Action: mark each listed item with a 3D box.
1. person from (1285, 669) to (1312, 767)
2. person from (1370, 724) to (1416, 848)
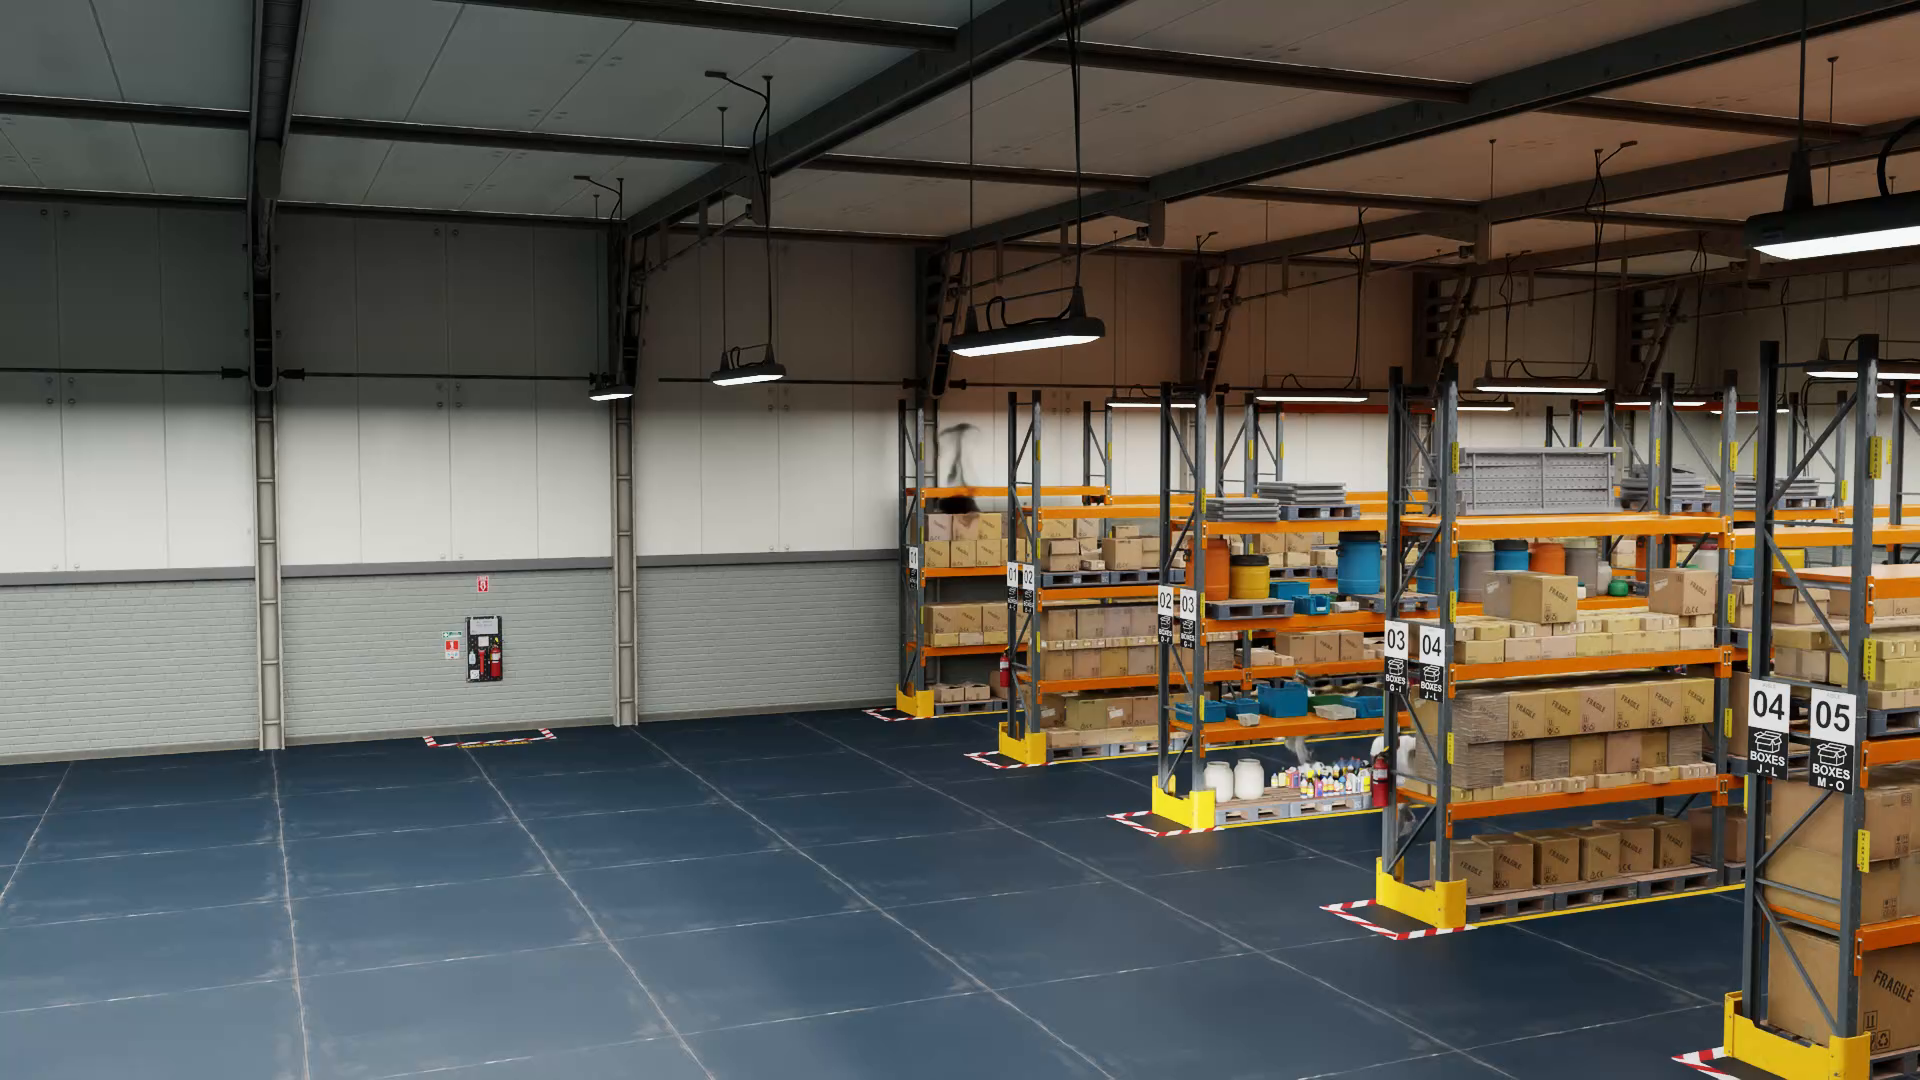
[{"bbox_3d":[5.272,2.832,25.790,0.567,1.661,0.604,-1,4,-19],"label":"person"},{"bbox_3d":[5.623,3.102,21.181,0.744,1.715,1.058,2,4,33],"label":"person"}]
